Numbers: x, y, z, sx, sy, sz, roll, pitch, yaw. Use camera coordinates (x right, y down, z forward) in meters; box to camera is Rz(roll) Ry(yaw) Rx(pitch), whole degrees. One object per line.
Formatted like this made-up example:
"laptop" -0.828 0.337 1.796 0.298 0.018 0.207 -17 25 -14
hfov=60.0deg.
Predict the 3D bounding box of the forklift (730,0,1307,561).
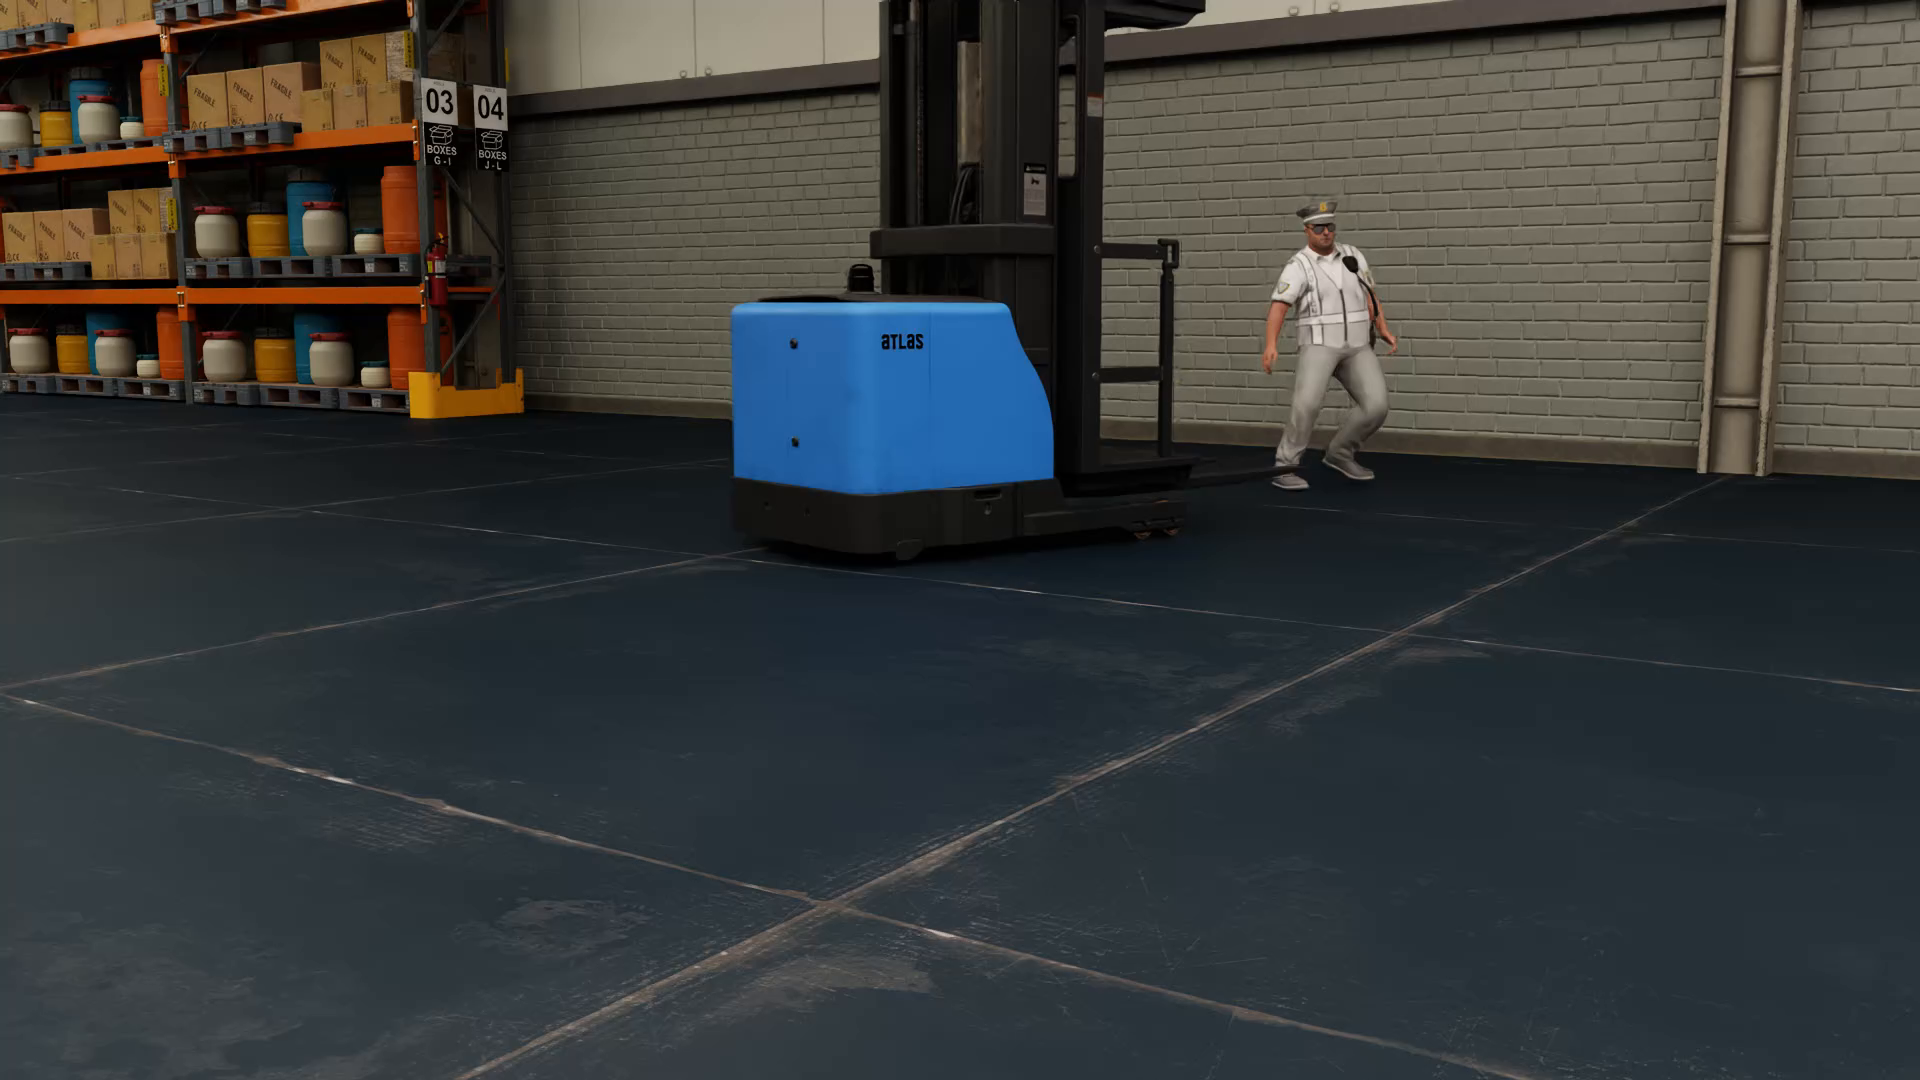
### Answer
"forklift" 0.434 -1.509 7.806 3.031 2.935 1.130 -7 10 -39

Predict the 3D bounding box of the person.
"person" 2.119 -1.133 9.679 0.832 1.648 0.538 -1 8 -10
